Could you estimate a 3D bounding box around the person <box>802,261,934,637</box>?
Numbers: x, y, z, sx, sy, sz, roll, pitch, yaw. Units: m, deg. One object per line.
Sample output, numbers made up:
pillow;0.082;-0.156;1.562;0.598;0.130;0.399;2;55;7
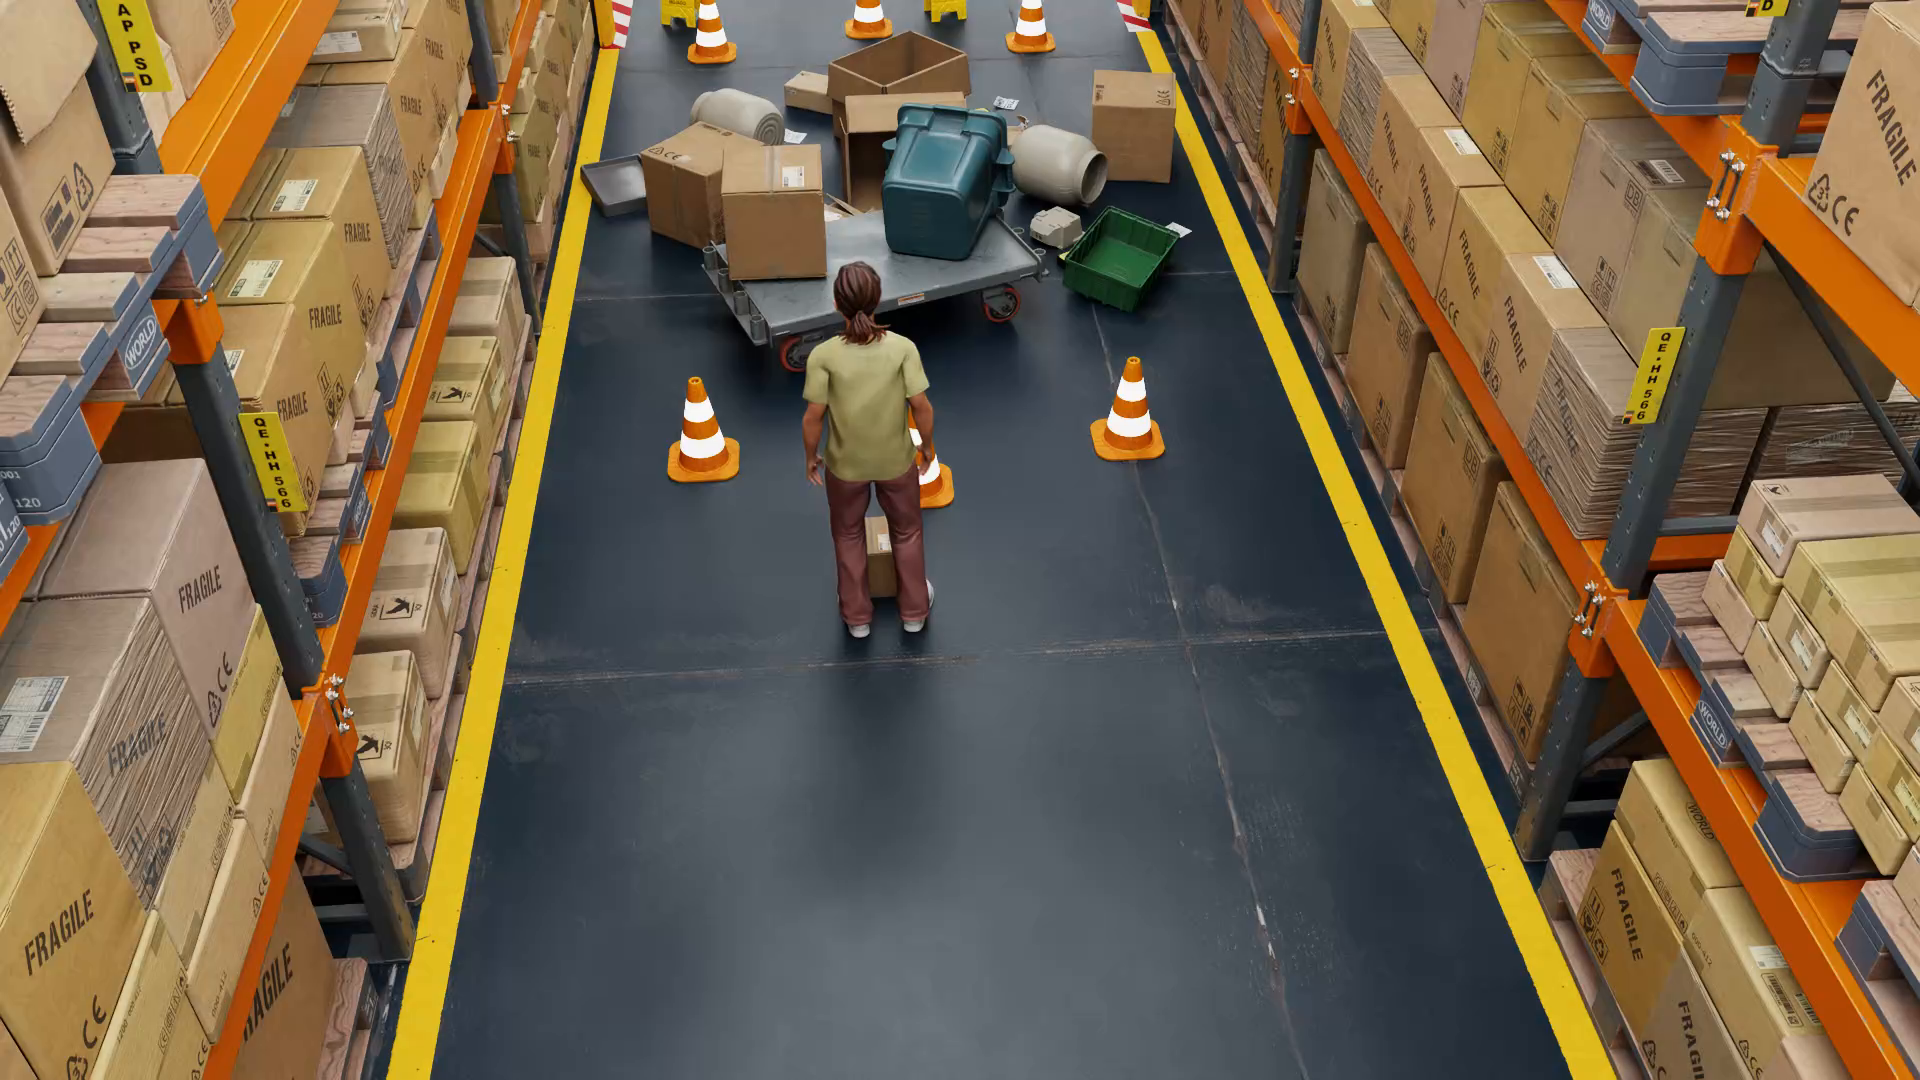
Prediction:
person;-0.354;-0.319;6.545;0.512;1.673;0.348;-4;39;-5
